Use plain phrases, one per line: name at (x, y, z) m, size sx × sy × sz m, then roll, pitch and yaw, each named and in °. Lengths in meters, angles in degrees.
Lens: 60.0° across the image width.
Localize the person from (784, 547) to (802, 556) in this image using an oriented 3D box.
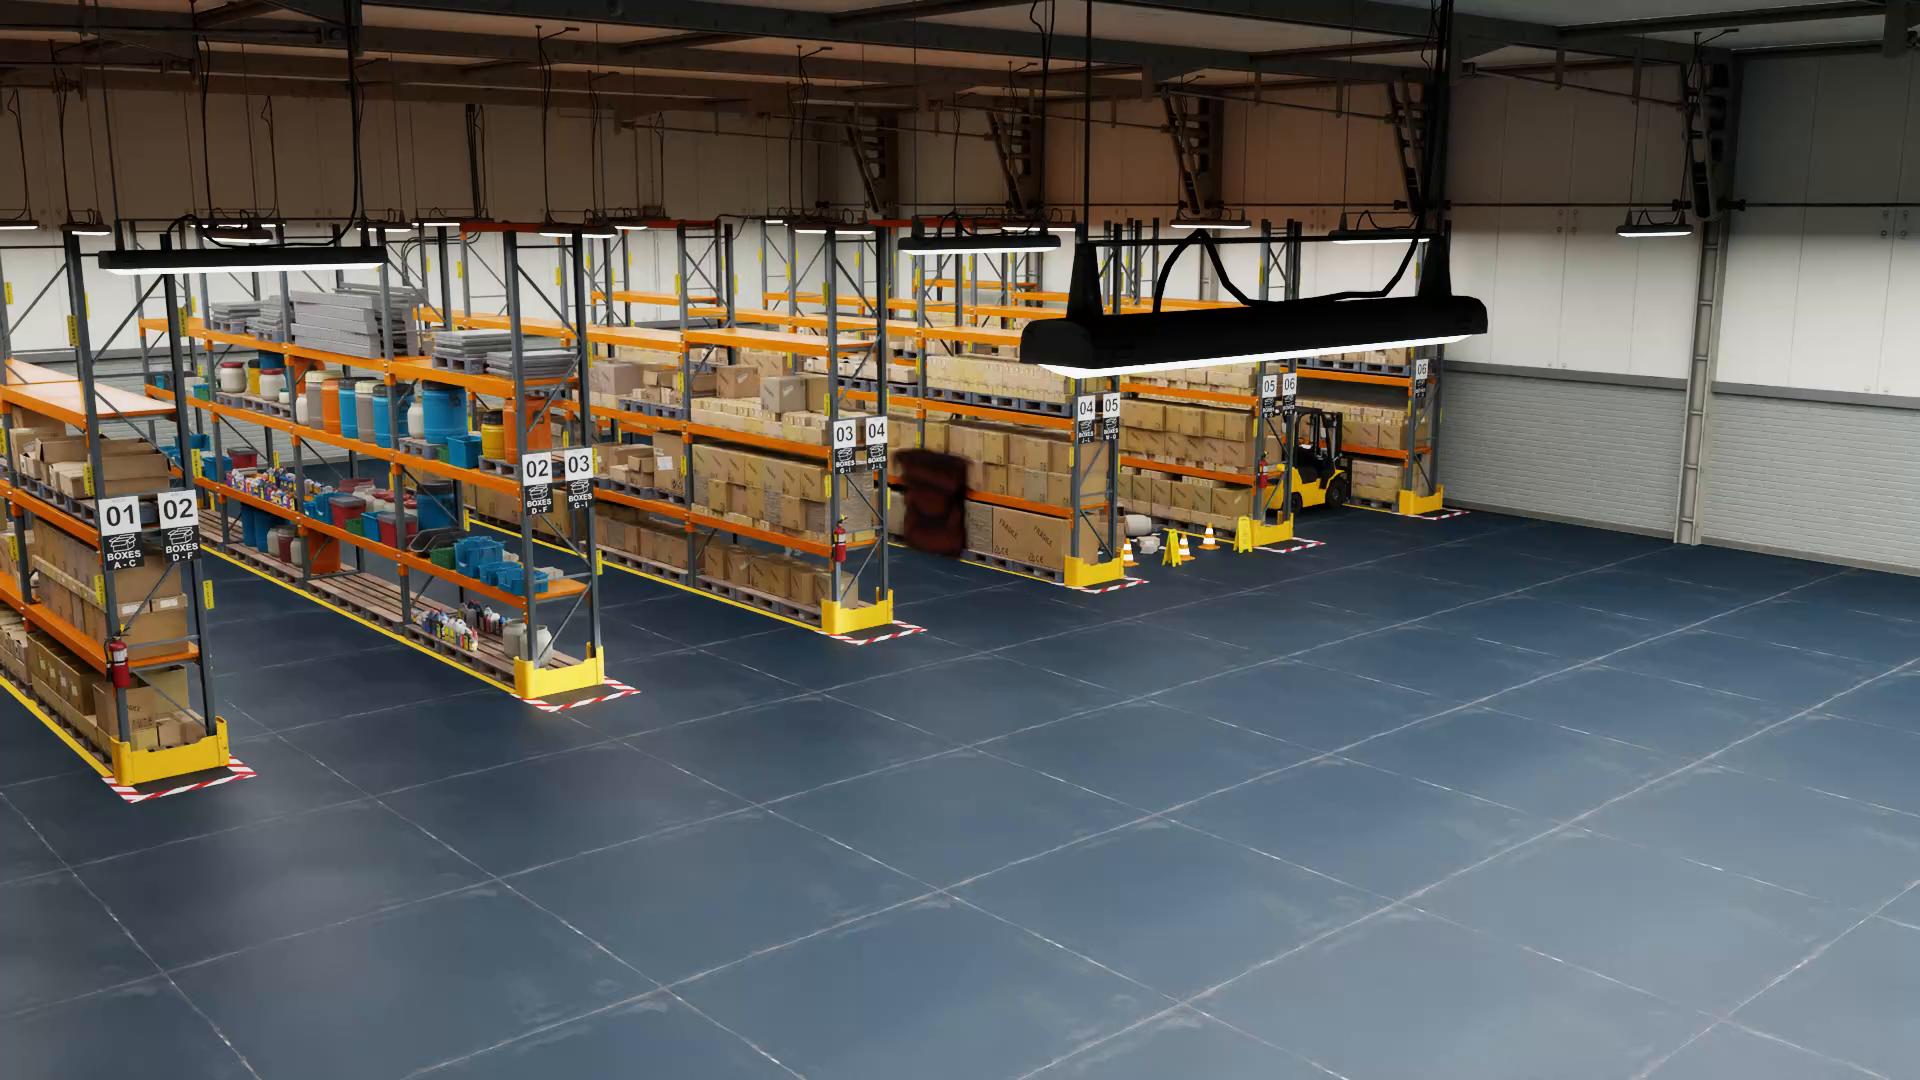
person at (-2.833, -0.268, 28.977) m, size 0.473 × 1.632 × 0.640 m, roll 5°, pitch 12°, yaw 24°
